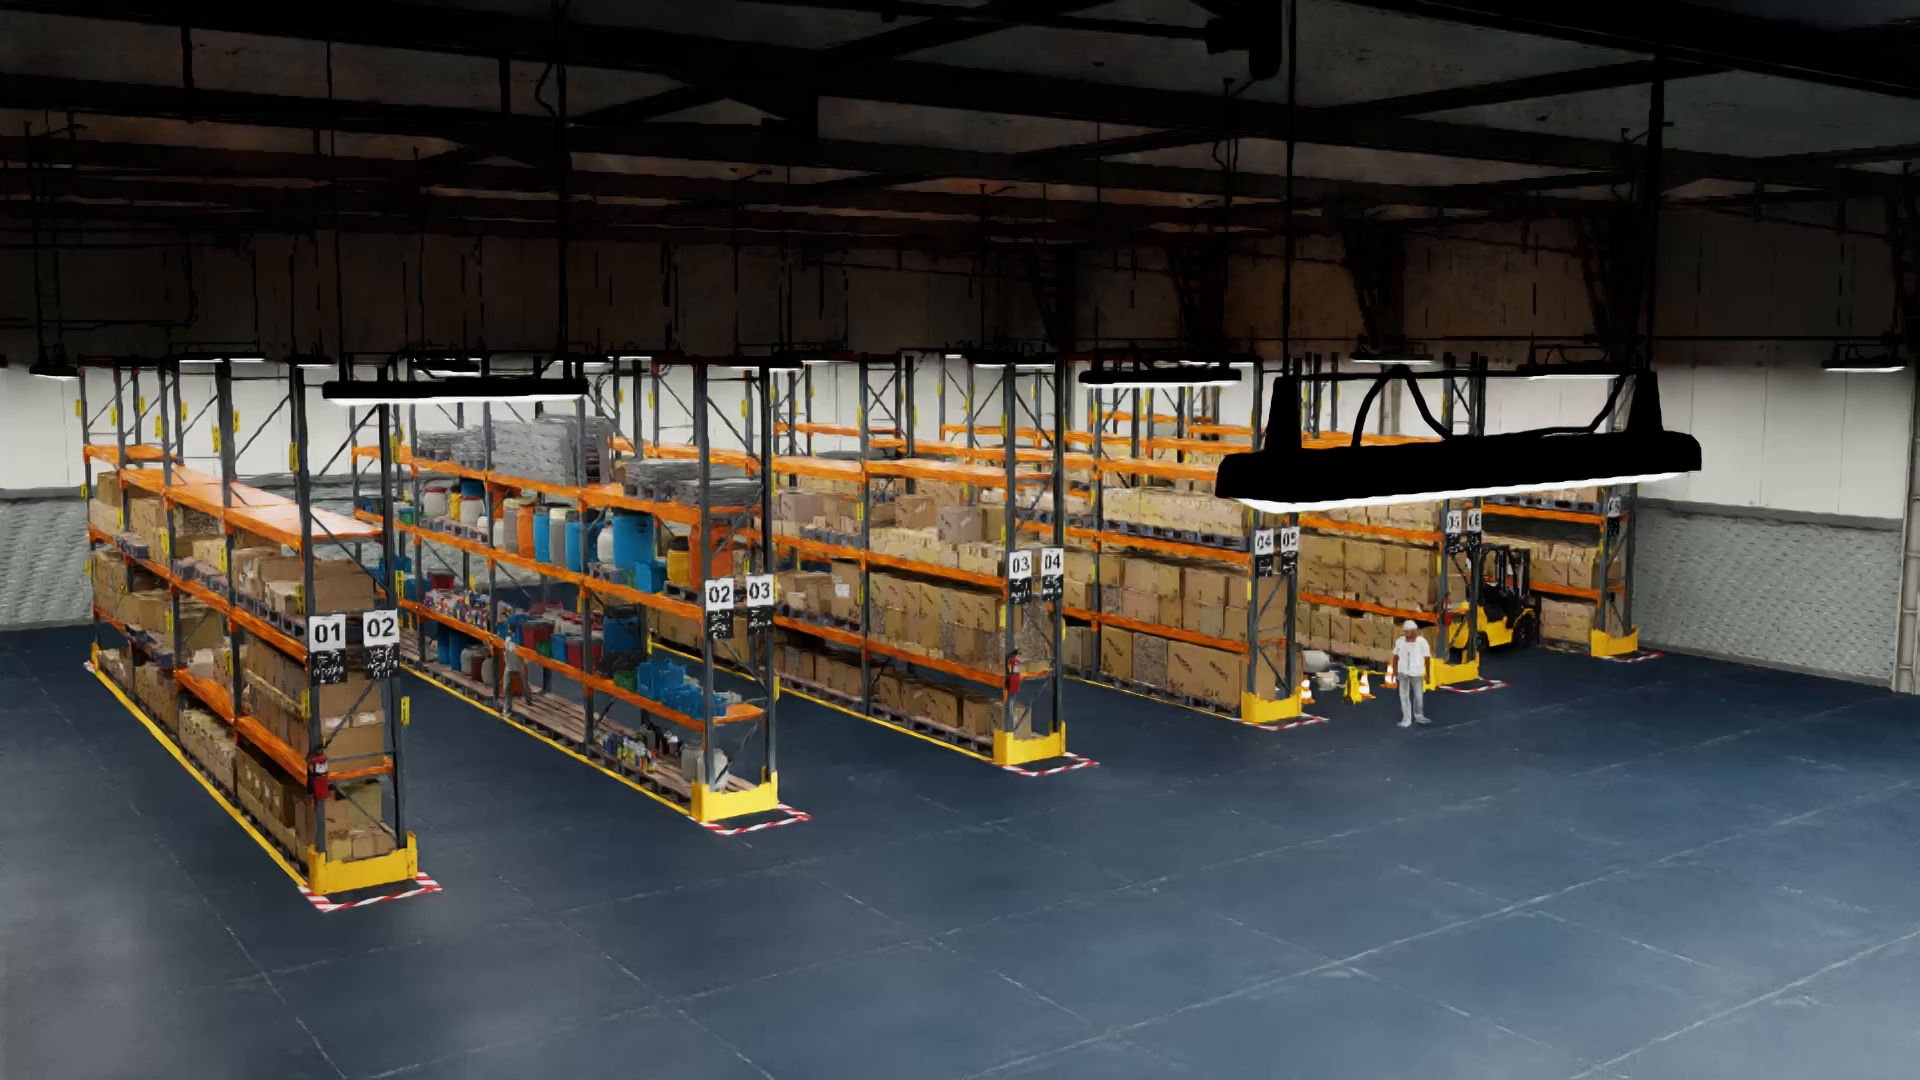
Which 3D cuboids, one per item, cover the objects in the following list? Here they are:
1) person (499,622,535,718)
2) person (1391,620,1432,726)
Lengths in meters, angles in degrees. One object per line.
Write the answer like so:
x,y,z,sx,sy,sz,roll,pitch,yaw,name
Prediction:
-7.337,2.142,27.666,0.577,1.590,0.506,1,7,9,person
7.404,2.169,27.266,0.659,1.759,0.540,4,8,28,person
